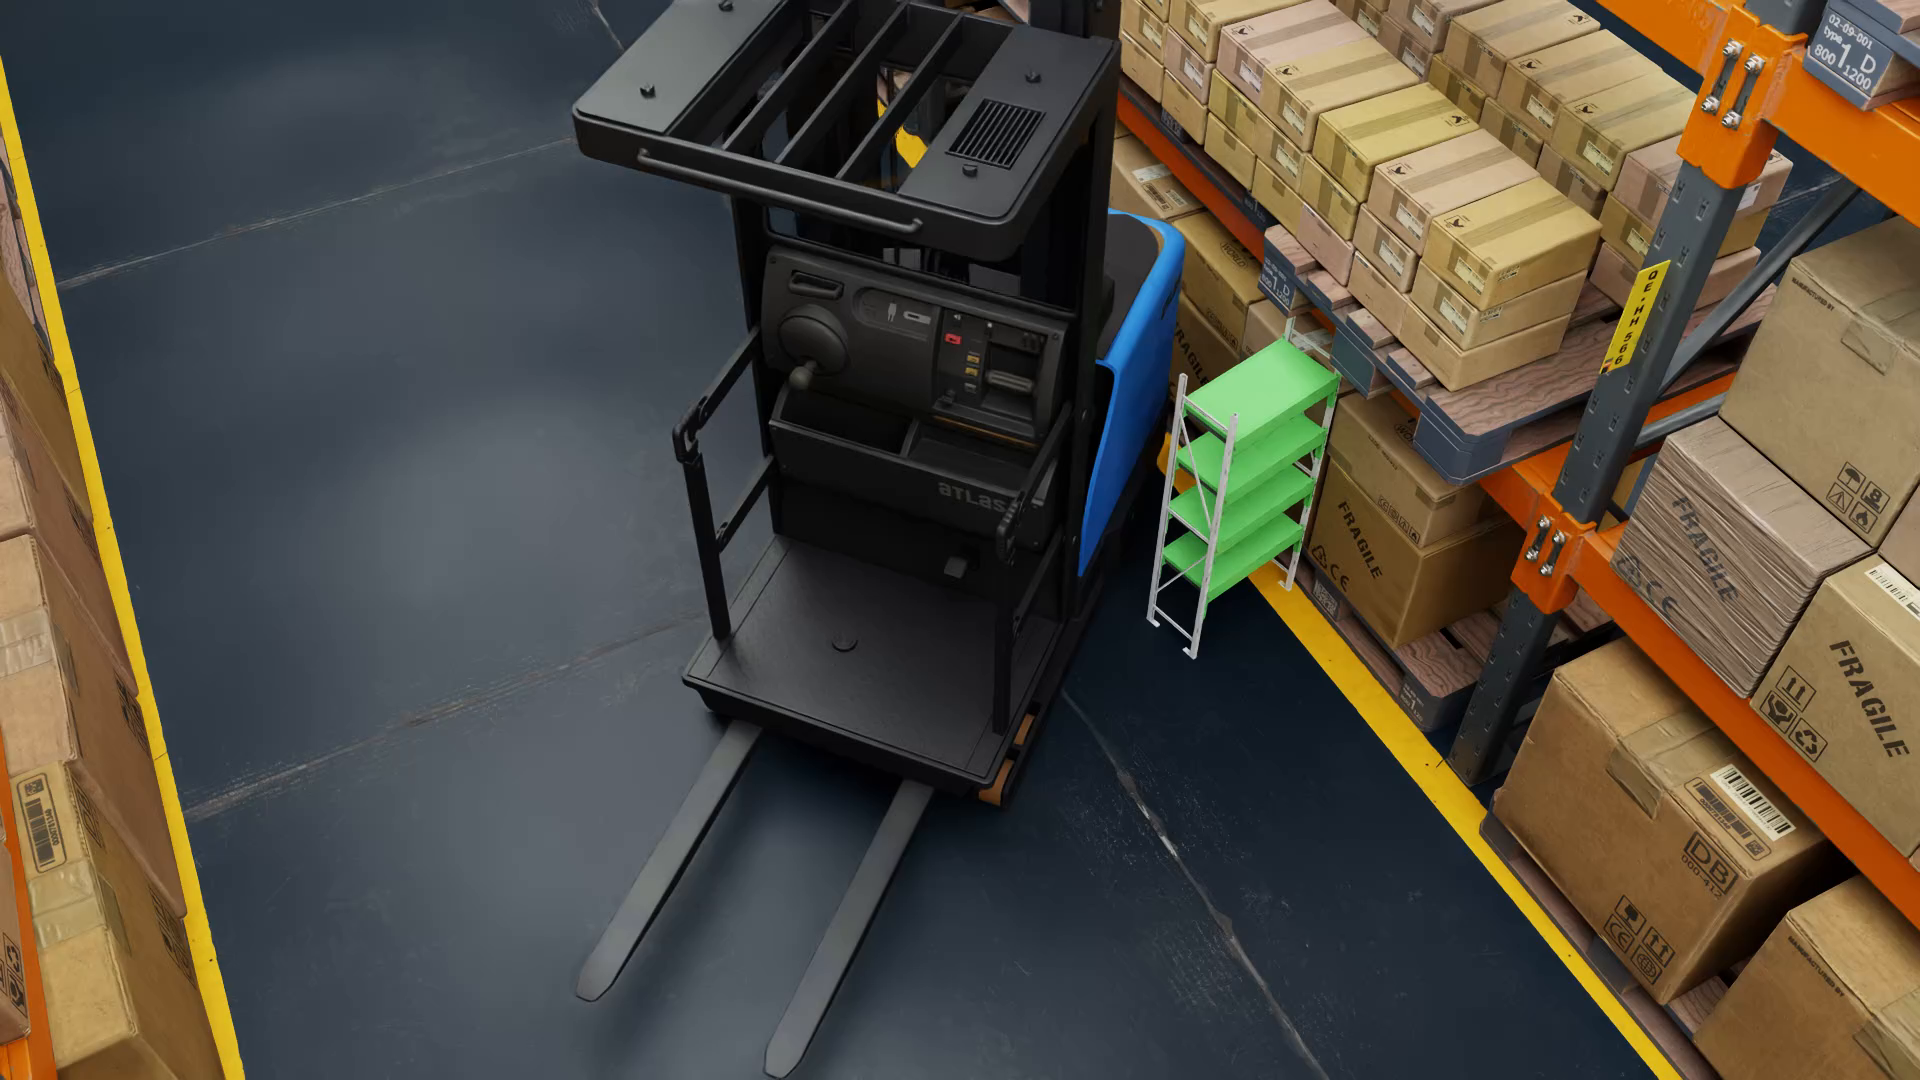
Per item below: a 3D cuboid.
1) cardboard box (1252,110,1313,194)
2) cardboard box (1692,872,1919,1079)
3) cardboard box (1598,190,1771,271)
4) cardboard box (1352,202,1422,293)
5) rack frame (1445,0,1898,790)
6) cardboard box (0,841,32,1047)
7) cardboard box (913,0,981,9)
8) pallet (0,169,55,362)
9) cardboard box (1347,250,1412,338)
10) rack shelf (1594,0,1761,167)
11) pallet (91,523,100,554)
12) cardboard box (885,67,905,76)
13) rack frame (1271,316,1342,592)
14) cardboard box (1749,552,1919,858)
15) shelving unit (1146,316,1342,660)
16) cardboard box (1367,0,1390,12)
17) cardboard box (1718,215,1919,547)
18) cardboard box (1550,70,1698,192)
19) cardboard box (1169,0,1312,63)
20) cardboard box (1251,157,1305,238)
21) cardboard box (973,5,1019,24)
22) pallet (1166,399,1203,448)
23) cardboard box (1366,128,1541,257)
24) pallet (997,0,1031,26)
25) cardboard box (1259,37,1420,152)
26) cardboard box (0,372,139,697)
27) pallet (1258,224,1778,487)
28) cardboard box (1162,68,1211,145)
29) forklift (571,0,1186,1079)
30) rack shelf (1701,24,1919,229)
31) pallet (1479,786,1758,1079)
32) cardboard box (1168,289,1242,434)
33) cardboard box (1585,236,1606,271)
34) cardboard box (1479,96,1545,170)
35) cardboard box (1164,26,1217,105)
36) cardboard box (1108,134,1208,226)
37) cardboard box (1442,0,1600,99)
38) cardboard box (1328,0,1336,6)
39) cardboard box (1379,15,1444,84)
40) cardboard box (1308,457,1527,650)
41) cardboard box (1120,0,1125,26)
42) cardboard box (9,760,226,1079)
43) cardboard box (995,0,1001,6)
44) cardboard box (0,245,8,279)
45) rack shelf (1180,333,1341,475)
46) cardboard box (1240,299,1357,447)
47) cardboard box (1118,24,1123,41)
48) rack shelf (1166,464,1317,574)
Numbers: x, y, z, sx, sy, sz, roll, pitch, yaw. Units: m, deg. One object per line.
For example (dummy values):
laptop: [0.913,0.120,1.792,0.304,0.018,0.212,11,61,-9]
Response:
cardboard box: [1.113,-1.220,5.015,0.380,0.149,0.250,-21,52,-17]
cardboard box: [2.706,1.253,4.377,1.050,0.750,0.750,-20,52,-17]
cardboard box: [2.062,-0.918,4.750,0.380,0.149,0.250,-19,52,-16]
cardboard box: [1.350,-0.877,4.715,0.380,0.149,0.250,-19,52,-16]
rack frame: [2.105,-0.372,4.582,1.000,3.000,0.127,-21,52,-18]
cardboard box: [-2.332,0.817,3.476,0.500,0.500,0.500,-20,52,-16]
cardboard box: [-0.120,-2.593,7.745,0.380,0.149,0.250,-20,52,-17]
pallet: [-4.461,-1.026,7.007,1.003,0.211,1.213,-21,52,-18]
cardboard box: [1.358,-0.766,4.815,0.380,0.149,0.250,-21,52,-18]
rack shelf: [1.189,-2.461,4.895,1.077,0.370,4.000,-21,52,-18]
pallet: [-3.762,0.000,6.110,1.003,0.211,1.213,-21,52,-18]
cardboard box: [-0.208,-2.394,7.966,0.380,0.149,0.250,-21,52,-17]
rack frame: [1.132,-0.279,5.696,0.015,1.200,0.240,-32,56,-25]
cardboard box: [2.305,0.328,3.904,0.500,0.500,0.500,-22,52,-18]
shelving unit: [0.944,-0.162,5.594,0.503,1.200,0.258,-32,56,-25]
cardboard box: [1.463,-1.878,5.393,0.380,0.149,0.250,-20,52,-16]
cardboard box: [2.301,-0.430,3.903,0.700,0.500,0.500,-21,52,-18]
cardboard box: [1.940,-1.178,4.780,0.380,0.149,0.250,-22,53,-18]
cardboard box: [0.883,-1.660,5.201,0.380,0.149,0.250,-19,51,-16]
cardboard box: [1.129,-1.106,5.113,0.380,0.149,0.250,-22,52,-18]
cardboard box: [0.377,-2.026,6.912,0.500,0.250,0.500,-23,53,-19]
pallet: [1.194,-0.793,6.803,1.003,0.211,1.213,-21,52,-18]
cardboard box: [1.360,-0.962,4.592,0.380,0.149,0.250,-22,52,-18]
pallet: [0.495,-2.424,6.505,1.003,0.211,1.213,-21,52,-18]
cardboard box: [1.114,-1.315,4.900,0.380,0.149,0.250,-20,52,-16]
cardboard box: [-3.462,0.172,5.239,1.225,0.875,0.875,-23,53,-19]
pallet: [1.684,-0.749,5.040,1.213,0.211,1.003,-21,52,-18]
cardboard box: [0.888,-1.460,5.422,0.380,0.149,0.250,-20,52,-16]
forklift: [-0.228,-0.461,4.706,1.130,2.935,3.031,17,51,14]
rack shelf: [3.020,0.216,2.553,1.077,0.370,4.000,-21,52,-18]
pallet: [2.398,1.100,5.148,1.003,0.211,1.213,-21,52,-18]
cardboard box: [1.080,-0.735,6.281,0.500,0.500,0.500,-23,53,-19]
cardboard box: [1.957,-0.976,4.999,0.380,0.149,0.250,-19,51,-16]
cardboard box: [1.811,-1.276,5.064,0.380,0.149,0.250,-23,53,-19]
cardboard box: [0.882,-1.562,5.313,0.380,0.149,0.250,-20,52,-17]
cardboard box: [0.853,-1.327,6.302,0.500,0.250,0.500,-19,52,-16]
cardboard box: [1.711,-1.521,5.081,0.380,0.149,0.250,-23,53,-19]
cardboard box: [1.344,-1.959,5.661,0.380,0.149,0.250,-19,52,-16]
cardboard box: [1.582,-1.612,5.357,0.380,0.149,0.250,-21,52,-17]
cardboard box: [1.571,-0.038,5.672,0.500,0.500,0.500,-21,52,-18]
cardboard box: [0.650,-1.904,5.613,0.380,0.149,0.250,-22,52,-18]
cardboard box: [-2.649,1.361,4.199,1.225,0.875,0.875,-23,53,-19]
cardboard box: [0.393,-2.603,8.149,0.380,0.149,0.250,-23,53,-19]
cardboard box: [-4.413,-1.316,6.541,0.875,0.875,0.875,-21,52,-18]
rack shelf: [0.944,-0.436,5.281,0.480,0.148,0.258,-32,56,-25]
cardboard box: [1.318,-0.636,5.697,0.500,0.250,0.500,-20,52,-17]
cardboard box: [0.648,-1.810,5.729,0.380,0.149,0.250,-22,52,-18]
rack shelf: [0.944,-0.120,5.643,0.480,0.148,0.258,-32,56,-25]
